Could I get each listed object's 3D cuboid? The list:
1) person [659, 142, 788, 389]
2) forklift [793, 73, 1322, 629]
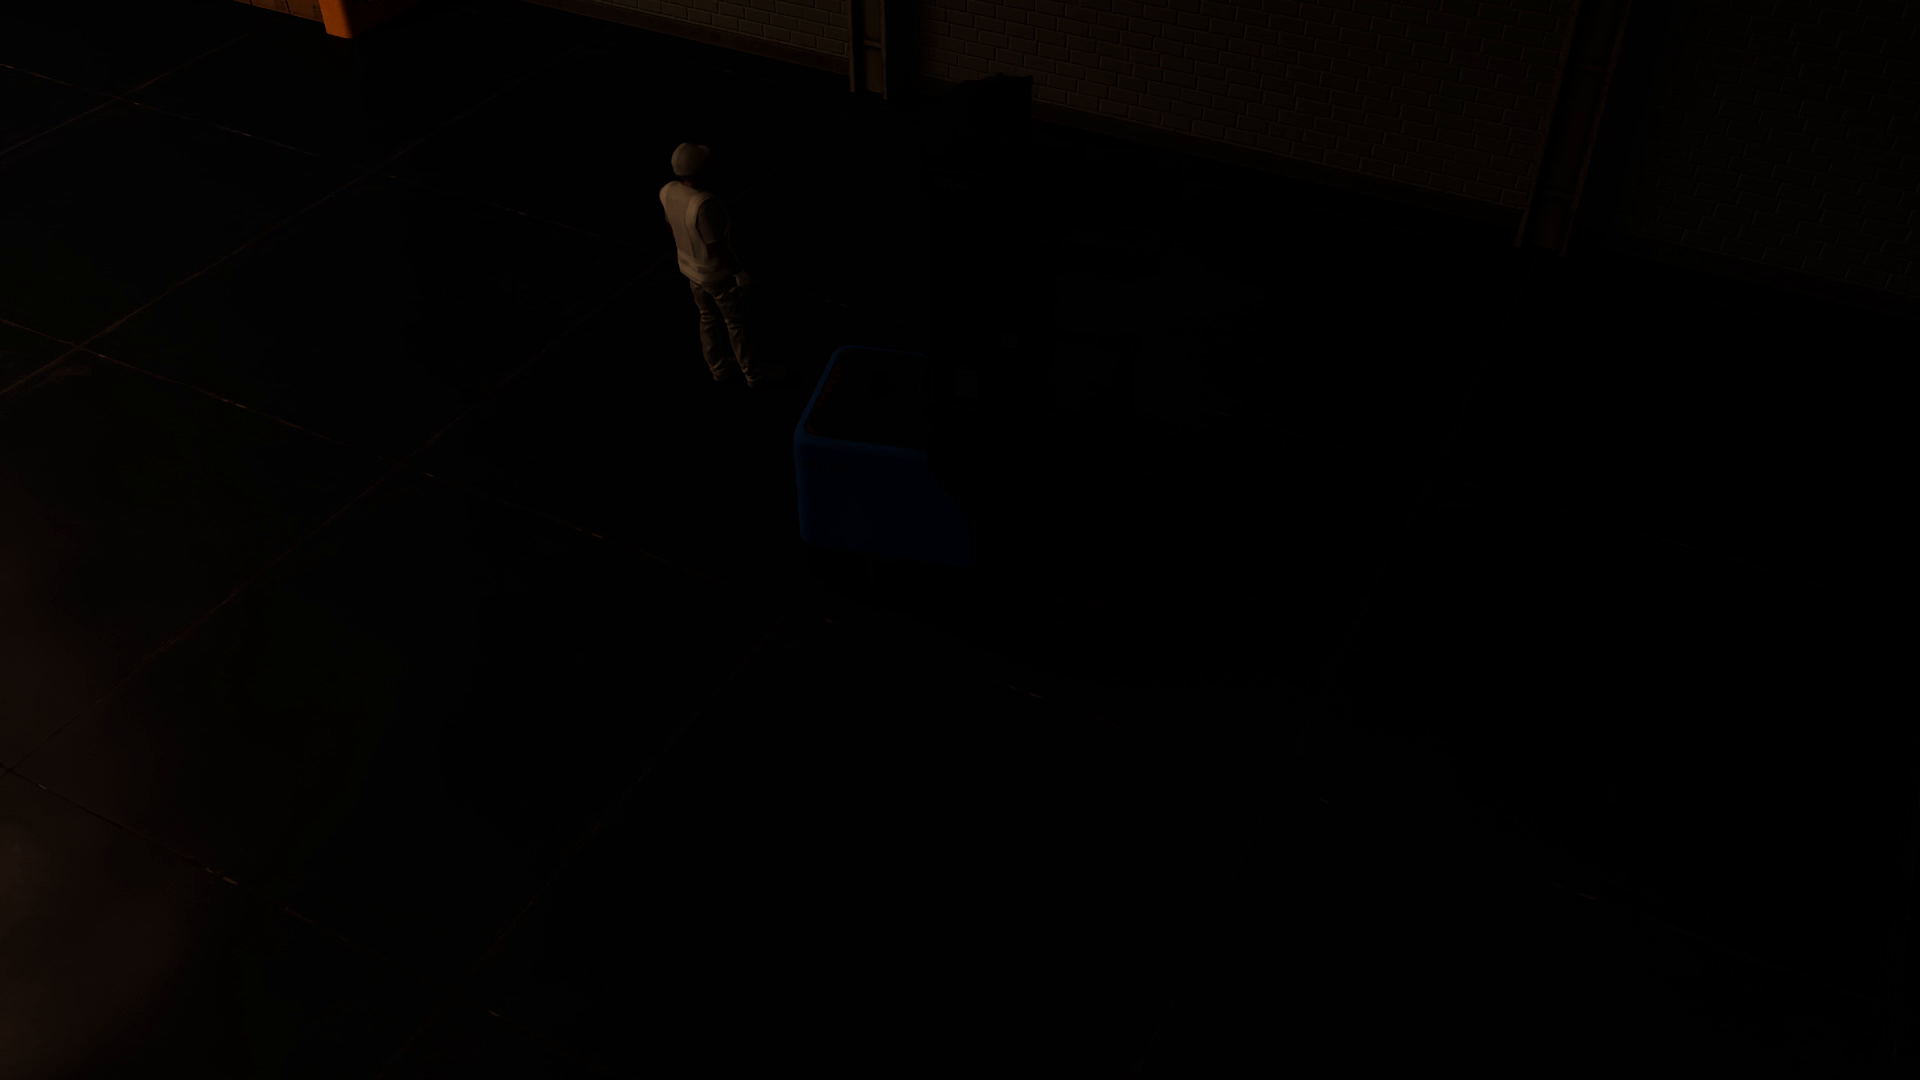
[{"bbox_3d":[-1.593,-1.840,11.053,0.578,1.783,0.660,-32,49,-32],"label":"person"},{"bbox_3d":[0.617,-0.983,9.154,3.031,2.935,1.130,8,41,9],"label":"forklift"}]
